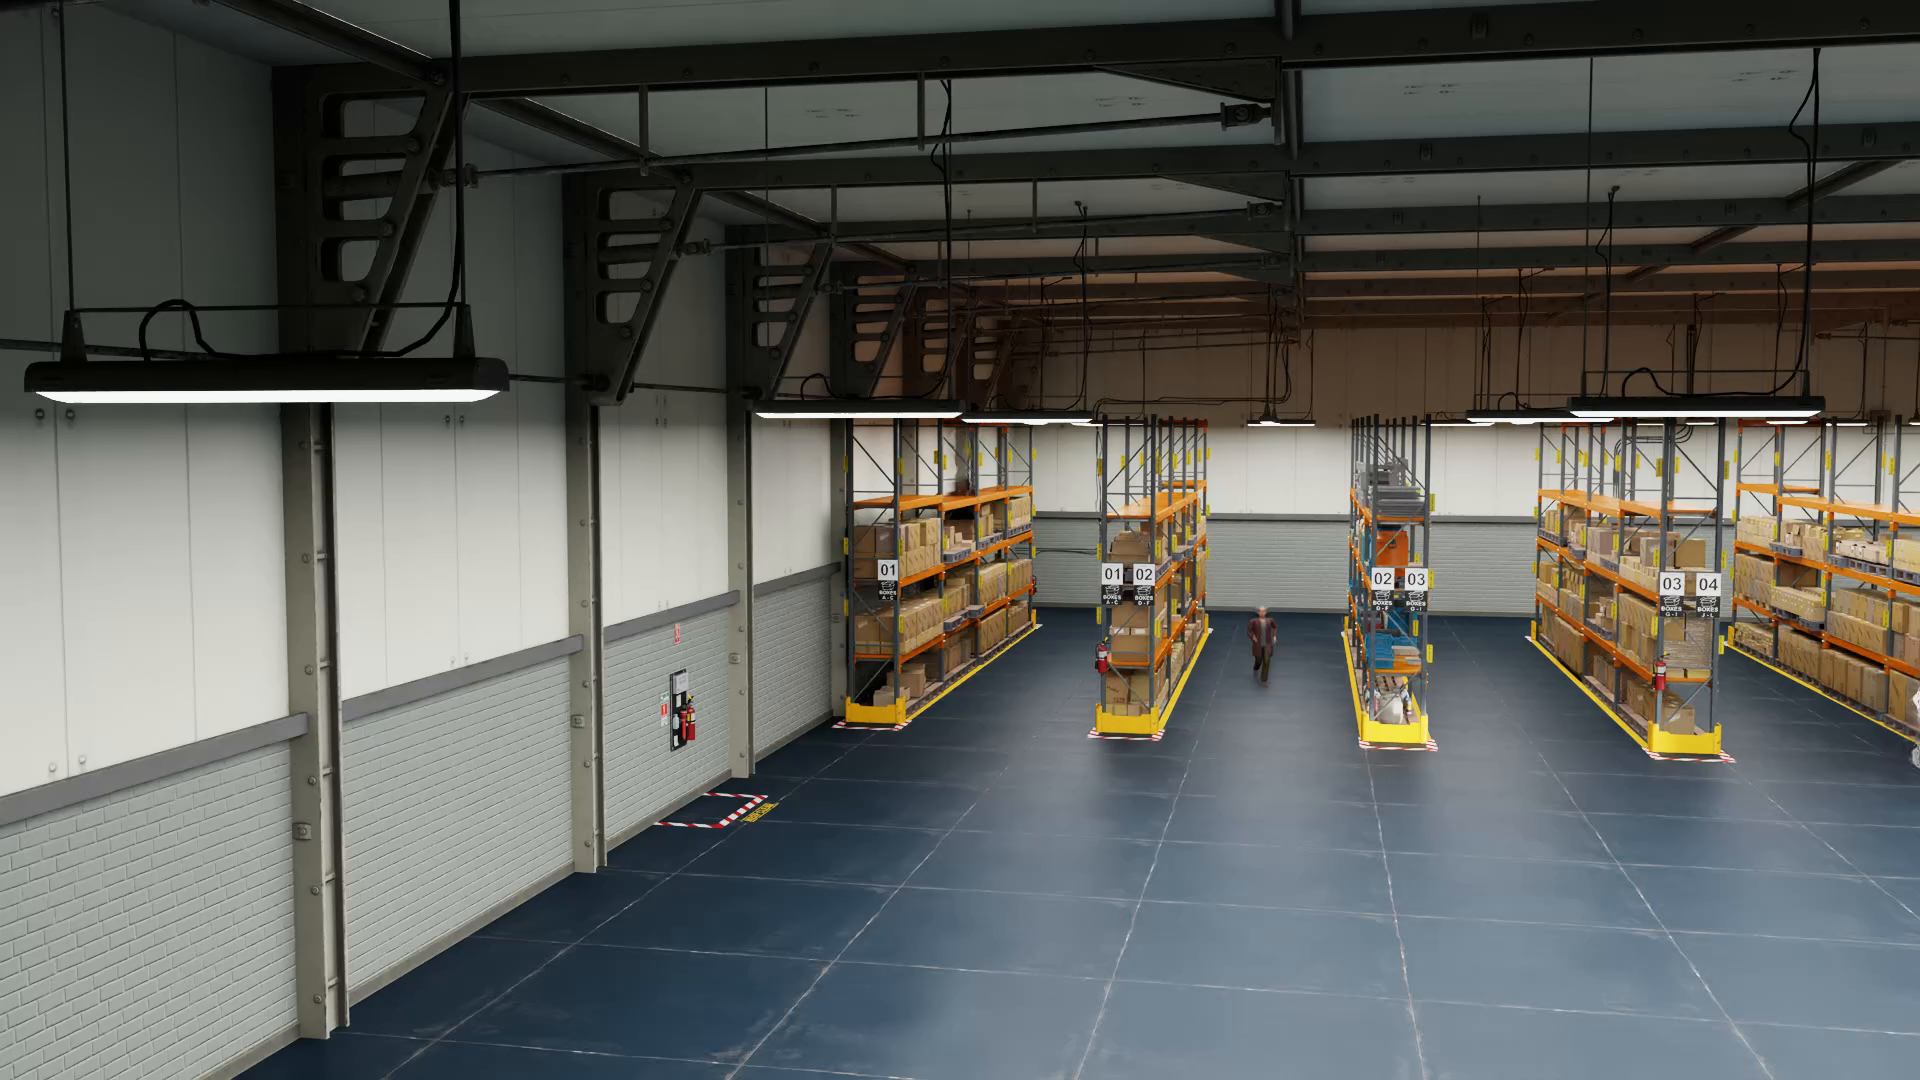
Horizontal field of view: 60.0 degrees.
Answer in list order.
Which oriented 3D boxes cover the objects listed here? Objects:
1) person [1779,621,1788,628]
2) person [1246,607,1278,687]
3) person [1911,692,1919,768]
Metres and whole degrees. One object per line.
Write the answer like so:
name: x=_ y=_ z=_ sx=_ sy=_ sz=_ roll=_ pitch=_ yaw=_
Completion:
person: x=22.135 y=1.967 z=44.763 sx=0.661 sy=1.593 sz=0.561 roll=-3 pitch=5 yaw=-38
person: x=6.804 y=2.375 z=37.390 sx=0.724 sy=1.765 sz=0.956 roll=0 pitch=4 yaw=2
person: x=16.435 y=3.030 z=28.038 sx=0.606 sy=1.644 sz=0.528 roll=-1 pitch=4 yaw=-19
